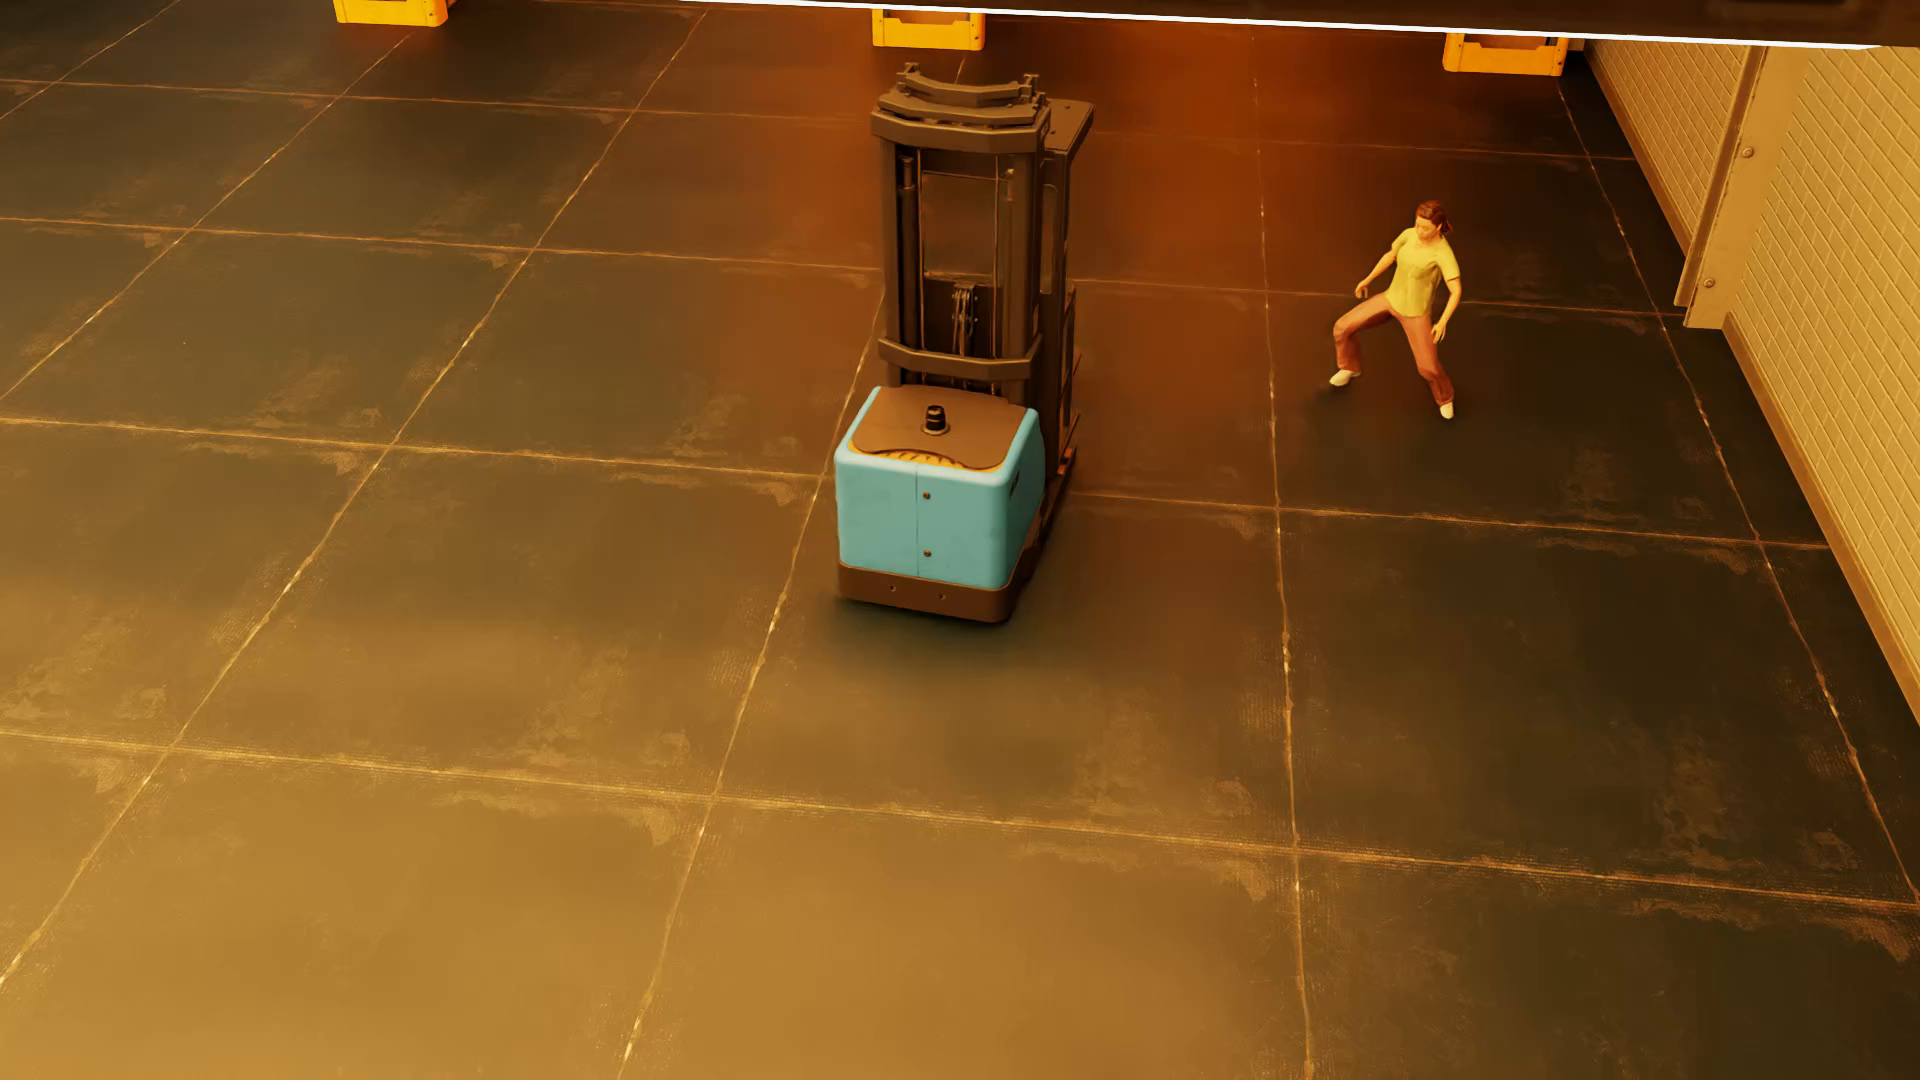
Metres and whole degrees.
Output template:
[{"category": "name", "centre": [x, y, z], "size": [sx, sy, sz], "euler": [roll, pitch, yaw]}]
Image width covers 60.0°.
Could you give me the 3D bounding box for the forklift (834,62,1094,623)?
[{"category": "forklift", "centre": [0.152, -1.571, 10.161], "size": [1.130, 2.935, 3.031], "euler": [9, 37, 12]}]

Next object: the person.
[{"category": "person", "centre": [3.098, -1.597, 11.401], "size": [0.681, 1.552, 0.873], "euler": [-22, 42, -27]}]
